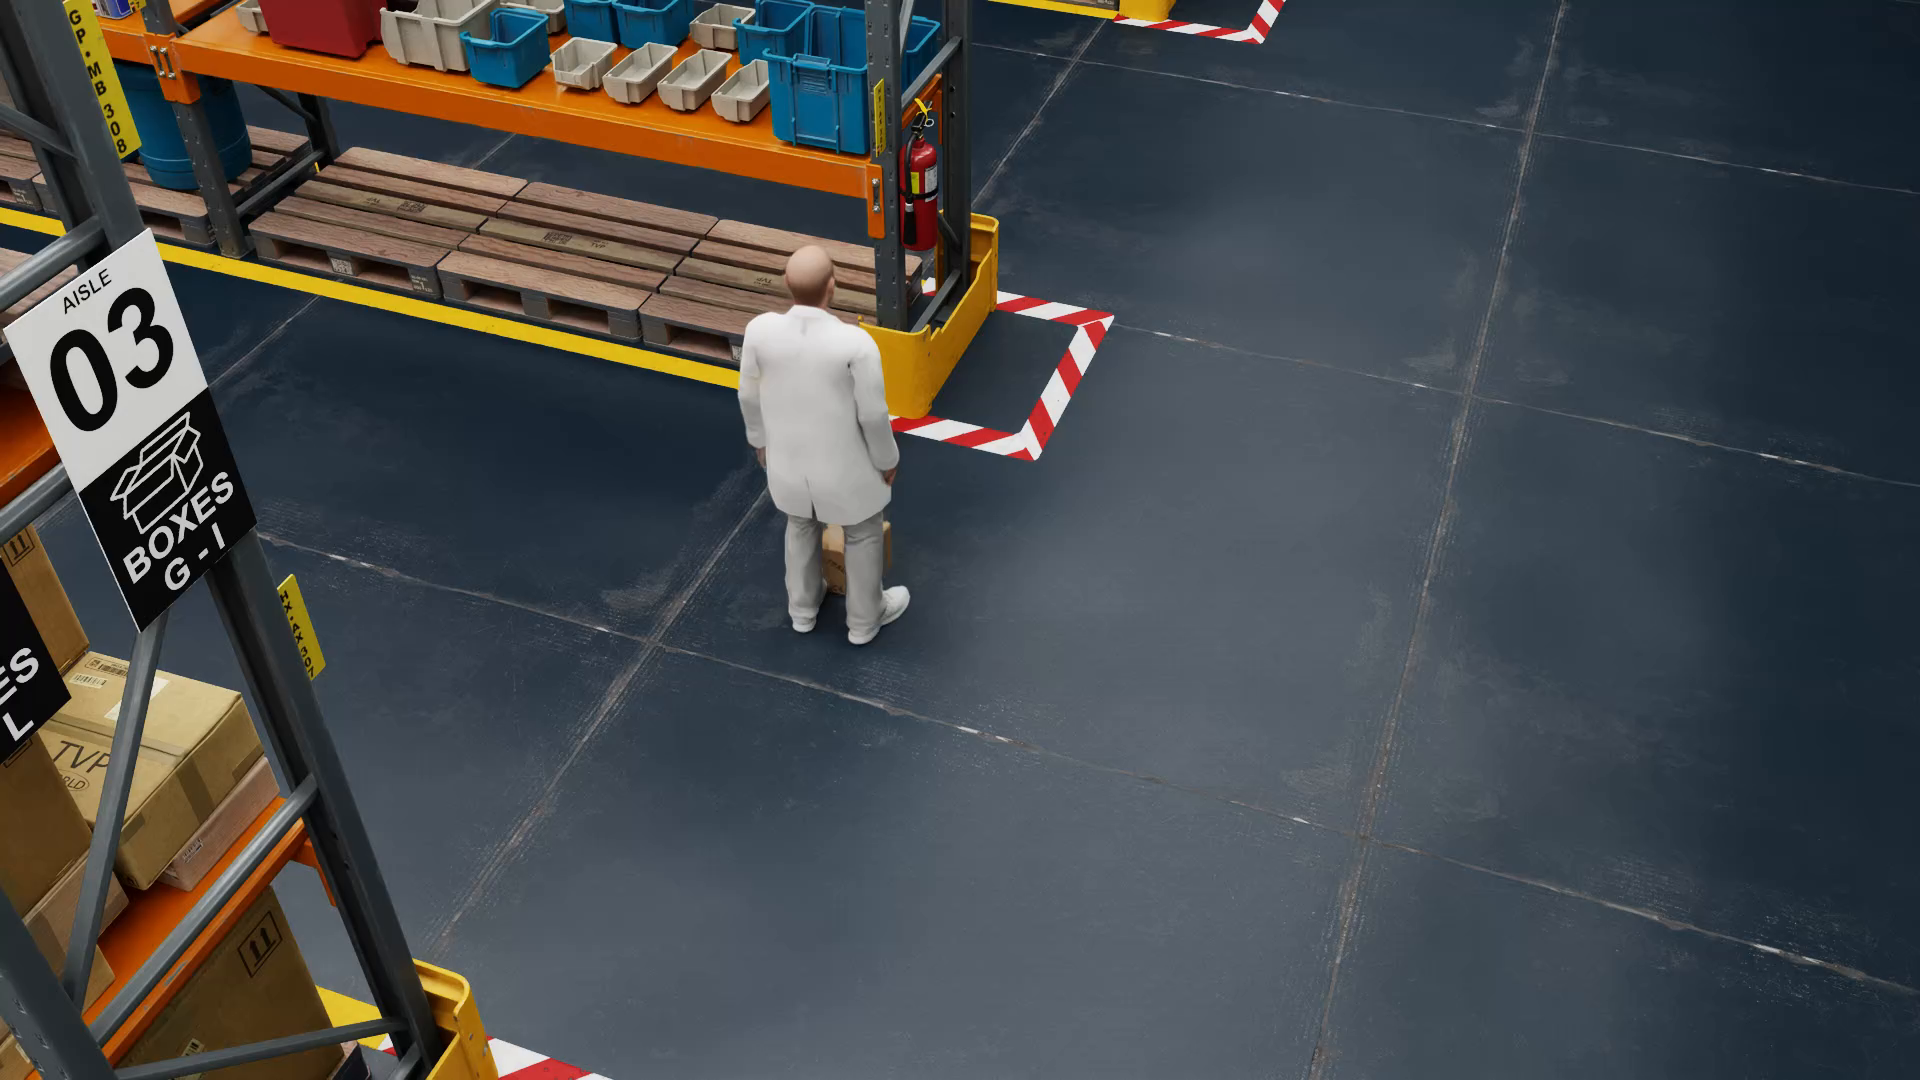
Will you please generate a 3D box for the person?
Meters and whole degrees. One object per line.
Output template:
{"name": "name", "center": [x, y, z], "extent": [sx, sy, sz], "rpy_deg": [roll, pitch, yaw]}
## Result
{"name": "person", "center": [-0.542, -0.336, 6.584], "extent": [0.635, 1.739, 0.427], "rpy_deg": [12, 42, 13]}
